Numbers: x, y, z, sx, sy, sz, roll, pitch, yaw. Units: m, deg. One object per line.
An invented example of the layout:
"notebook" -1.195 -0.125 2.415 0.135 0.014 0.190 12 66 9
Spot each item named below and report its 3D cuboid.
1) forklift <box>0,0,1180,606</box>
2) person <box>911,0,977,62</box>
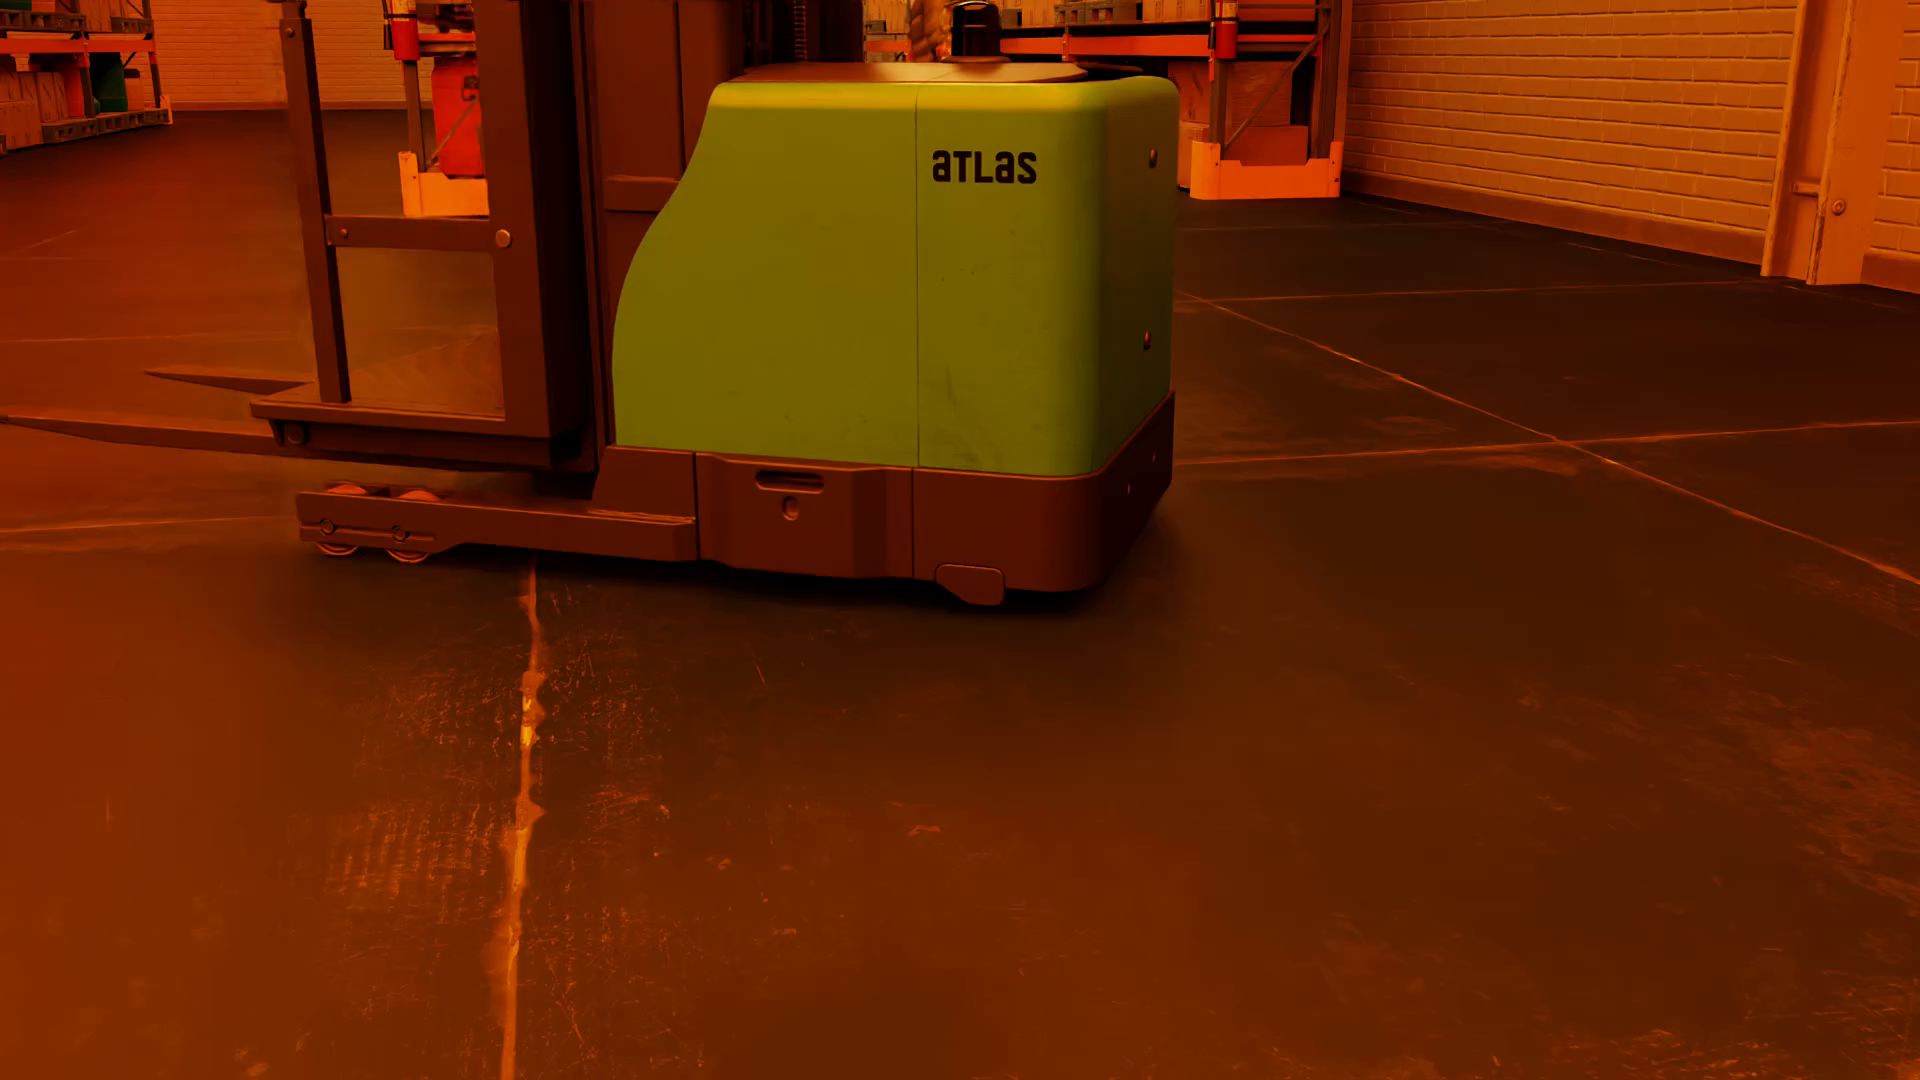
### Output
"forklift" -1.034 -1.489 3.880 3.031 2.935 1.130 5 17 16
"person" 0.055 -1.380 5.945 0.587 1.615 0.692 -3 17 -11
